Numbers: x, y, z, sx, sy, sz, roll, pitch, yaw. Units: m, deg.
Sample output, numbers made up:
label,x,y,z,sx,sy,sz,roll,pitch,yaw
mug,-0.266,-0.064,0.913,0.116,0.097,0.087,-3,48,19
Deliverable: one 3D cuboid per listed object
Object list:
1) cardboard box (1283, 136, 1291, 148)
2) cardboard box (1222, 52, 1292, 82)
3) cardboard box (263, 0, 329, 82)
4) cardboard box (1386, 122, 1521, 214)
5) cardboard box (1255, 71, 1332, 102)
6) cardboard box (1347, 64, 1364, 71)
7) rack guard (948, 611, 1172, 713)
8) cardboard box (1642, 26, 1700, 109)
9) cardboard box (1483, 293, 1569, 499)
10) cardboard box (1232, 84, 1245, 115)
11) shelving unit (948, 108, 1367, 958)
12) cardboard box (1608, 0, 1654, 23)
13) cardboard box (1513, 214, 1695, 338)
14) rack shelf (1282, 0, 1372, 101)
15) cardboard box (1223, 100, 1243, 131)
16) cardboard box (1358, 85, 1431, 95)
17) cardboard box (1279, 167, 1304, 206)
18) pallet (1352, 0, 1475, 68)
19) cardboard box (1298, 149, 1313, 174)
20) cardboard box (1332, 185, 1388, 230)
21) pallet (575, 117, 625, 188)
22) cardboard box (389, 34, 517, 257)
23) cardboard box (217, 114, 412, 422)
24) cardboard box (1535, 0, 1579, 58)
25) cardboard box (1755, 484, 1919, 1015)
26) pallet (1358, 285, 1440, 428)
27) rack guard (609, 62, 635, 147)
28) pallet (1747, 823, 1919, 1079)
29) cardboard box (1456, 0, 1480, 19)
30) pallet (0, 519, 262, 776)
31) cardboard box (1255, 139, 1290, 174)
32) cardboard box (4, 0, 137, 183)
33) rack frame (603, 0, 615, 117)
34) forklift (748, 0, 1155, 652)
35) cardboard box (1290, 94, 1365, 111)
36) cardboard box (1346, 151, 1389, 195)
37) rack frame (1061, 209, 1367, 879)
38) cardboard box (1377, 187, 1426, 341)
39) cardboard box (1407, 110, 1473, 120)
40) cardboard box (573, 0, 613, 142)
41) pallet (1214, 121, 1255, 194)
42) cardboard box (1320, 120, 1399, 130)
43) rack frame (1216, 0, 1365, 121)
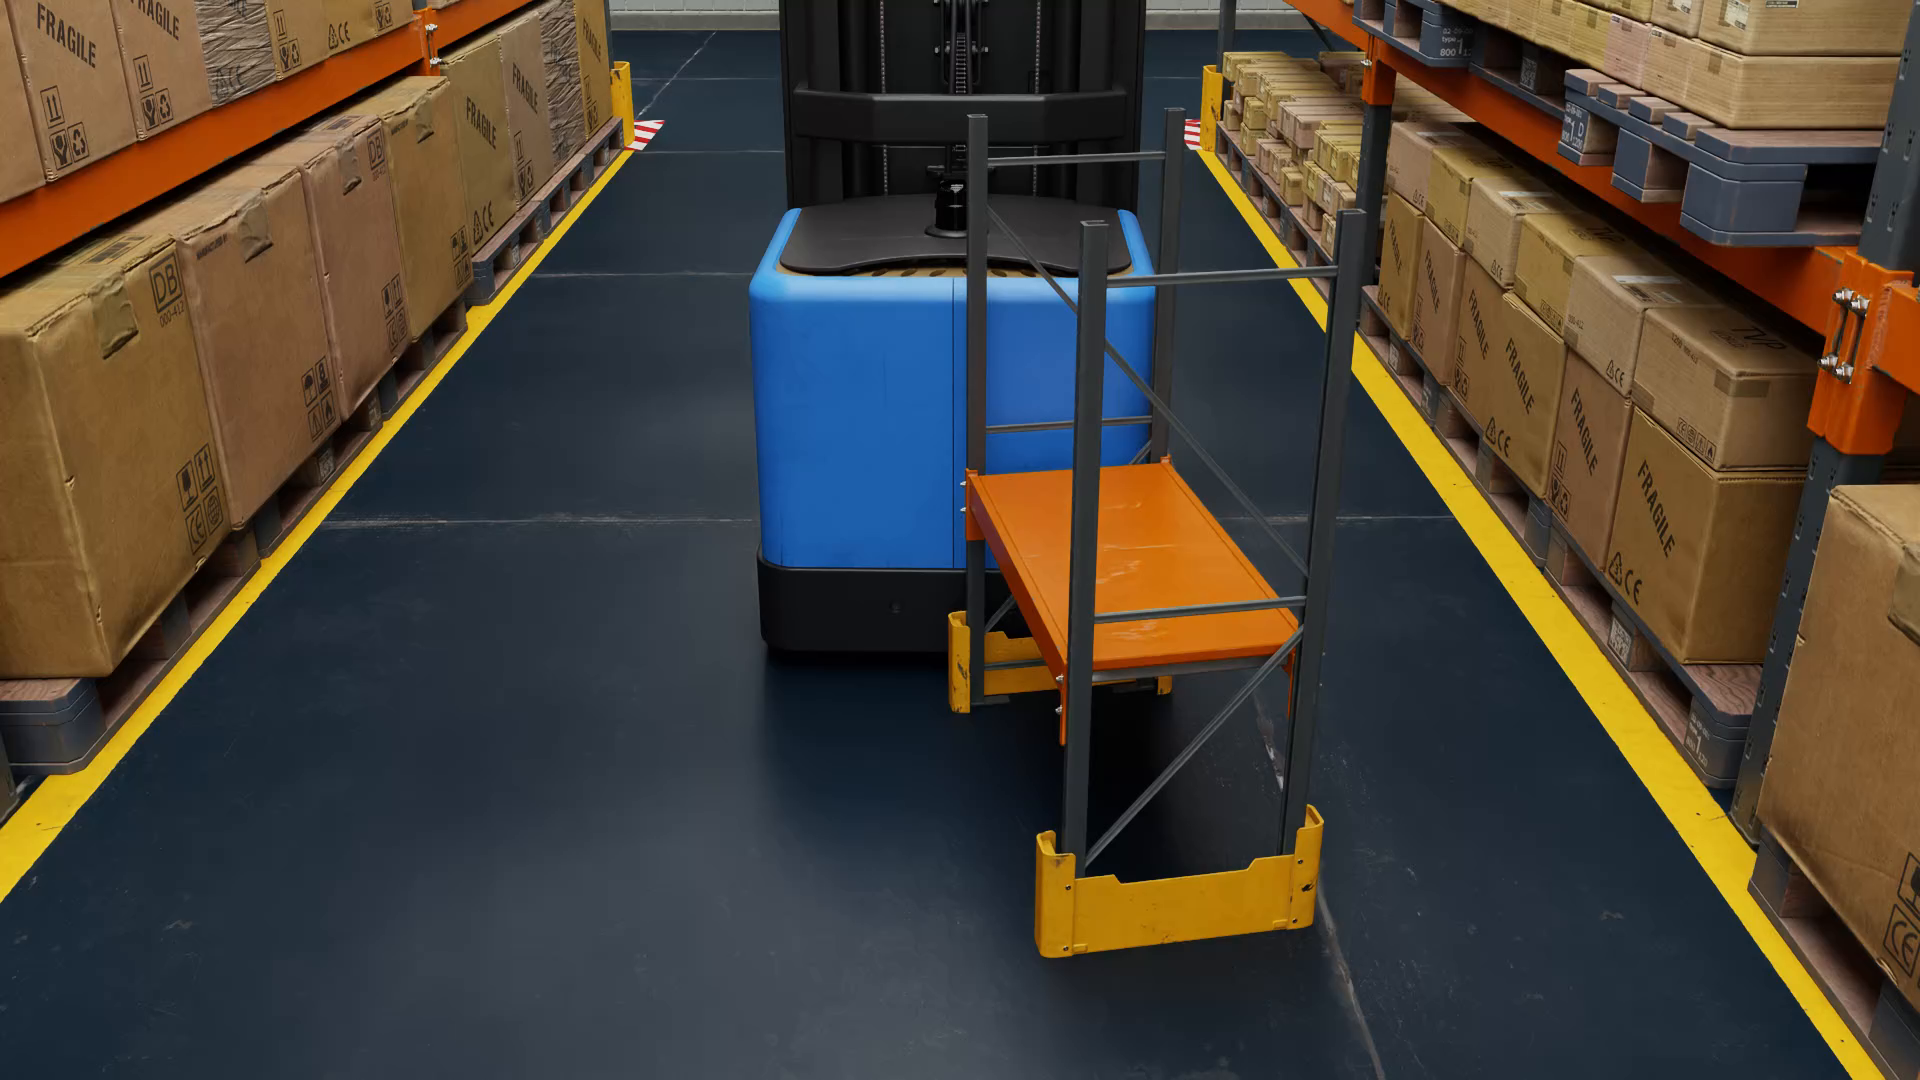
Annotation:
label,x,y,z,sx,sy,sz,roll,pitch,yaw
cardboard box,2.005,-2.269,9.217,0.380,0.149,0.250,1,24,2
cardboard box,1.848,-2.945,10.349,0.380,0.149,0.250,-1,24,-3
cardboard box,-2.446,-1.805,5.479,0.500,0.500,0.500,-1,24,-1
cardboard box,1.970,-1.439,6.405,0.500,0.250,0.500,-1,24,-3
cardboard box,1.931,-2.625,9.643,0.380,0.149,0.250,-1,24,-3
cardboard box,2.516,-2.735,9.886,0.380,0.149,0.250,-1,24,-2
rack guard,0.263,0.293,4.298,0.587,0.250,0.087,-4,25,-10
cardboard box,1.803,-1.083,3.799,0.380,0.149,0.250,0,24,-1
cardboard box,1.977,-0.456,5.143,0.500,0.500,0.500,-1,24,-3
cardboard box,1.878,-2.696,10.161,0.380,0.149,0.250,0,24,-1
shelving unit,0.355,-0.074,3.595,0.587,1.500,1.083,-4,25,-10
cardboard box,1.798,-1.335,3.995,0.380,0.149,0.250,0,24,1
cardboard box,1.993,-0.794,4.980,0.500,0.250,0.500,0,24,1
rack shelf,2.204,-2.847,8.777,1.077,0.370,4.000,0,24,-1
cardboard box,1.868,-2.674,10.472,0.380,0.149,0.250,0,24,1
cardboard box,2.406,-2.409,9.164,0.380,0.149,0.250,-1,24,-2
cardboard box,1.869,-1.829,8.605,0.380,0.149,0.250,0,24,-1
pallet,2.089,-1.947,6.149,1.003,0.211,1.213,0,24,-1
cardboard box,1.941,-1.937,8.482,0.380,0.149,0.250,0,24,1
cardboard box,1.904,-1.507,7.530,0.380,0.149,0.250,0,24,0
pallet,-2.692,-2.418,10.341,1.003,0.211,1.213,0,24,-1
cardboard box,-2.662,-1.865,7.803,0.875,0.875,0.875,0,24,-1
cardboard box,-2.698,-0.961,5.804,1.225,0.875,0.875,-1,24,-2
cardboard box,1.797,-1.402,4.506,0.380,0.149,0.250,-1,24,-3
cardboard box,2.186,0.383,2.984,1.050,0.750,0.750,-1,24,-1
pallet,2.236,-0.759,6.672,1.003,0.211,1.213,0,24,-1
rack guard,-2.779,-2.889,11.031,1.175,0.500,0.348,0,24,-1
pallet,2.203,0.894,3.018,1.003,0.211,1.213,0,24,-1
cardboard box,1.790,-1.725,5.219,0.380,0.149,0.250,-1,24,-2
pallet,-2.625,0.224,4.499,1.003,0.211,1.213,0,24,-1
cardboard box,1.869,-2.150,9.315,0.380,0.149,0.250,-1,24,-3
cardboard box,-2.433,-1.181,4.100,0.500,0.500,0.500,-1,24,-2
rack frame,-2.779,-4.018,10.494,1.000,3.000,0.127,0,24,-1
forklift,0.012,-1.595,5.220,1.130,2.935,3.031,0,24,1
cardboard box,1.981,-2.299,8.922,0.380,0.149,0.250,0,24,0
cardboard box,1.961,-1.659,7.507,0.380,0.149,0.250,0,24,1
rack frame,0.450,0.135,3.131,0.500,1.500,0.032,-4,25,-10
cardboard box,1.969,-1.097,6.560,0.500,0.500,0.500,1,24,1
cardboard box,2.487,-2.087,8.453,0.380,0.149,0.250,0,24,1
cardboard box,-2.692,-2.978,10.263,0.875,0.875,0.875,0,24,-1
pallet,2.156,-2.362,10.216,1.003,0.211,1.213,0,24,-1
cardboard box,1.984,-1.974,8.203,0.380,0.149,0.250,1,24,1
rack frame,2.182,-3.999,10.451,1.000,3.000,0.127,0,24,-1
